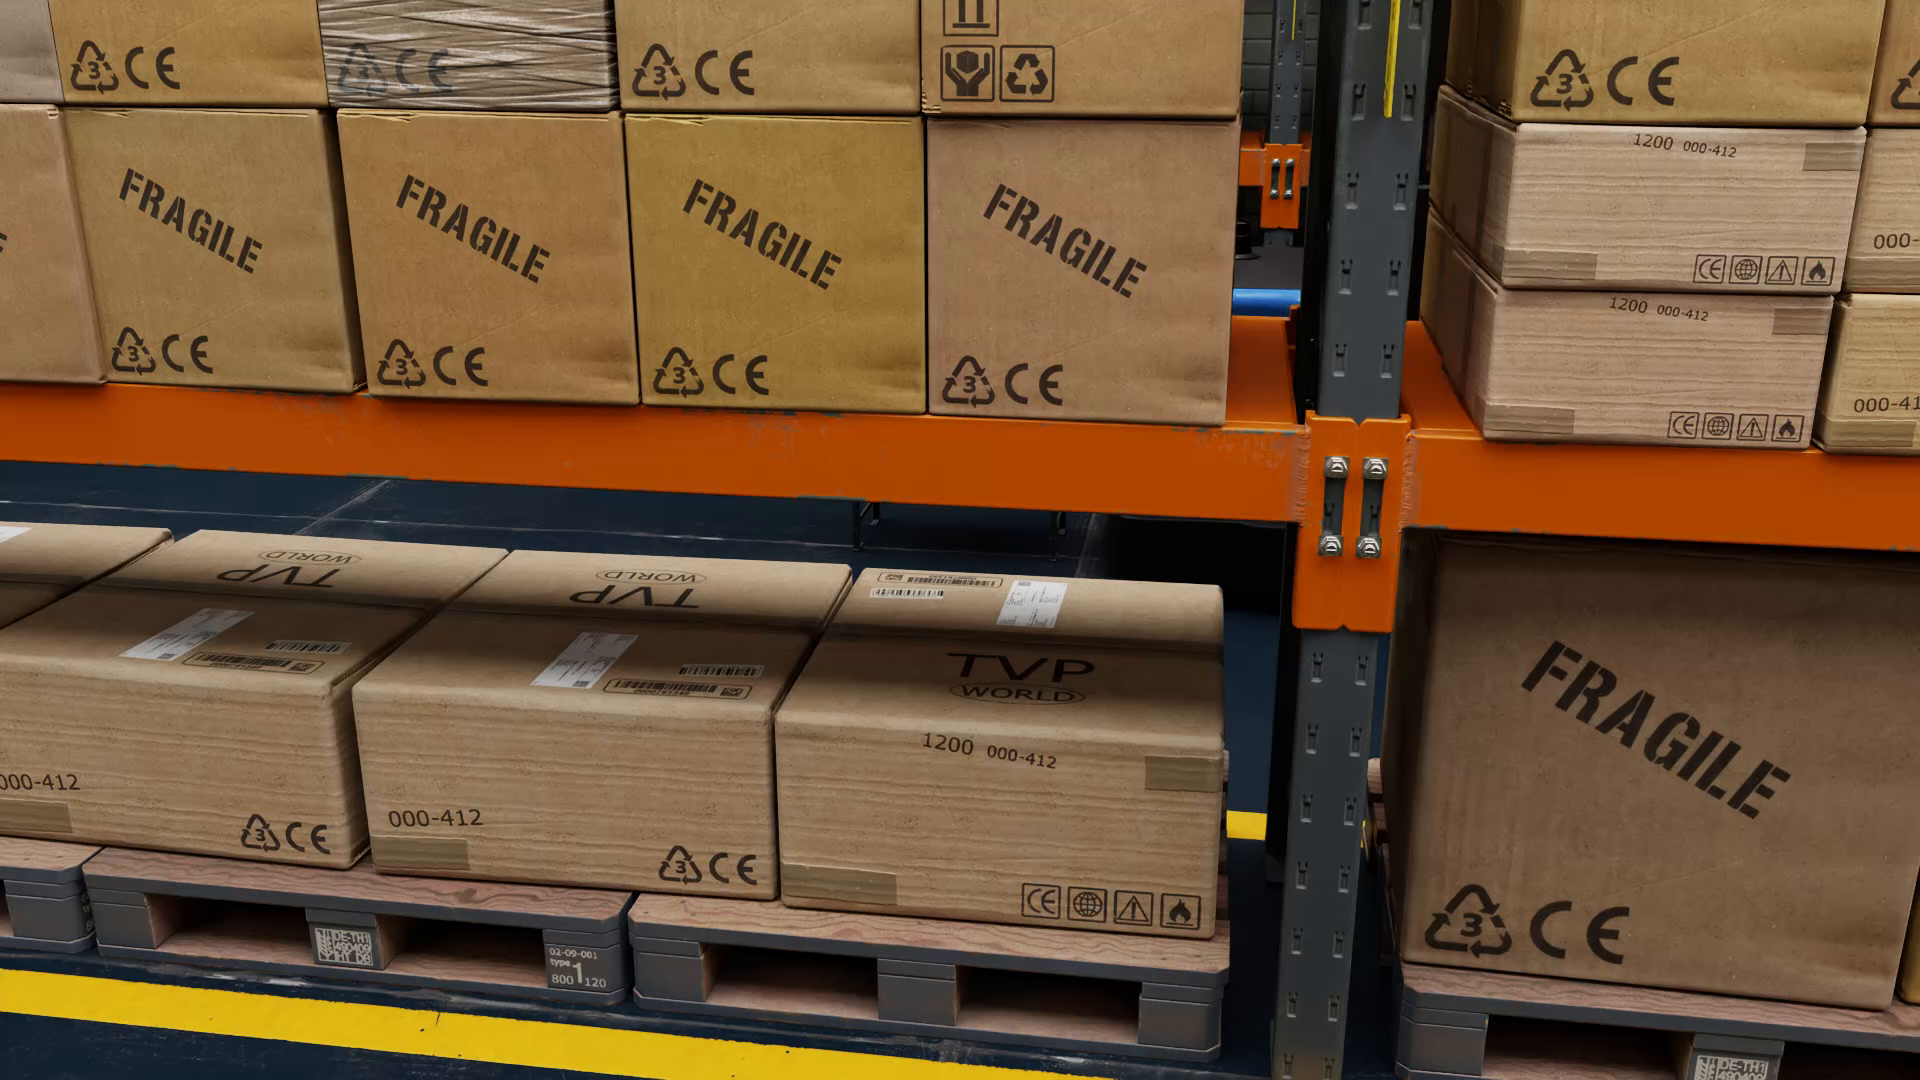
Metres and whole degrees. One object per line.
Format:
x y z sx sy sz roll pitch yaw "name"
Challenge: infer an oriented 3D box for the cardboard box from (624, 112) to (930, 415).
-0.275 -0.537 3.023 0.500 0.500 0.500 2 19 7 "cardboard box"

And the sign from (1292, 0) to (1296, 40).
1.438 -2.318 7.138 0.005 0.325 0.100 3 19 9 "sign"

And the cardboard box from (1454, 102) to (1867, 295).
1.122 -0.578 2.751 0.500 0.250 0.500 2 19 7 "cardboard box"

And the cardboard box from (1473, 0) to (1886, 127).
1.122 -0.932 2.627 0.500 0.500 0.500 3 19 9 "cardboard box"

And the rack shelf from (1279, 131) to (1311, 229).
3.491 -1.636 7.598 4.000 0.370 1.077 3 19 9 "rack shelf"

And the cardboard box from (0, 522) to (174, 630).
-2.549 0.294 4.073 0.875 0.438 0.875 2 19 7 "cardboard box"

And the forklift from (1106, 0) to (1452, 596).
2.057 -1.278 5.503 3.031 2.935 1.130 2 19 6 "forklift"

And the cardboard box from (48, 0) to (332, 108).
-1.275 -1.060 3.009 0.500 0.500 0.500 3 19 9 "cardboard box"

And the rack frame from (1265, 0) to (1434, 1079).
0.733 -0.522 3.137 0.127 3.000 1.000 3 19 9 "rack frame"

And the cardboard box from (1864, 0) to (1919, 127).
1.628 -0.915 2.576 0.500 0.500 0.500 3 19 8 "cardboard box"

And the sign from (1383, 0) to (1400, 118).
0.646 -0.796 2.467 0.005 0.325 0.100 3 19 9 "sign"

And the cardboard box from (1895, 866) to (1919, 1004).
2.251 0.335 3.260 0.875 0.875 0.875 3 19 10 "cardboard box"

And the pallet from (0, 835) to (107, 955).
-2.415 0.615 4.134 1.213 0.211 1.003 3 19 9 "pallet"

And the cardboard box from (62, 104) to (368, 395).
-1.288 -0.589 3.178 0.500 0.500 0.500 4 19 10 "cardboard box"

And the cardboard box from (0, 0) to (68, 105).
-1.767 -1.084 3.084 0.500 0.500 0.500 3 19 8 "cardboard box"

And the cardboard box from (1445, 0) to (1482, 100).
1.214 -1.100 3.130 0.500 0.500 0.500 4 19 10 "cardboard box"

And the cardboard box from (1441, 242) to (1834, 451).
1.125 -0.346 2.847 0.500 0.250 0.500 2 19 7 "cardboard box"

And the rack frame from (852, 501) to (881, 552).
-0.355 -0.729 6.119 0.023 1.500 0.400 3 19 9 "rack frame"

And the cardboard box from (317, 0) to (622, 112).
-0.781 -1.032 2.926 0.500 0.500 0.500 3 19 9 "cardboard box"

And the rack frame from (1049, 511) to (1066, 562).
0.368 -0.692 6.009 0.023 1.500 0.400 3 19 9 "rack frame"

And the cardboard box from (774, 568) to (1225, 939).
0.130 0.428 3.671 0.875 0.438 0.875 3 19 8 "cardboard box"

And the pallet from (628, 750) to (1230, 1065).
-0.006 0.737 3.767 1.213 0.211 1.003 3 19 9 "pallet"

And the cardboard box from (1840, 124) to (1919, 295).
1.642 -0.560 2.699 0.500 0.250 0.500 3 19 10 "cardboard box"

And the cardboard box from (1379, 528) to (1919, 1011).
1.358 0.292 3.389 0.875 0.875 0.875 4 19 10 "cardboard box"

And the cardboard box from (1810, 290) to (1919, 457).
1.636 -0.321 2.771 0.500 0.250 0.500 2 19 7 "cardboard box"

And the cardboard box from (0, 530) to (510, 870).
-1.644 0.338 3.943 0.875 0.438 0.875 3 19 10 "cardboard box"

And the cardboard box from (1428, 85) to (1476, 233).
1.207 -0.742 3.242 0.500 0.250 0.500 3 19 9 "cardboard box"

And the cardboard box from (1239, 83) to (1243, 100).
0.311 -0.675 3.436 0.500 0.500 0.500 4 19 10 "cardboard box"

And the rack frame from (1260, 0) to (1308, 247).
1.516 -2.077 7.785 0.127 3.000 1.000 3 19 9 "rack frame"

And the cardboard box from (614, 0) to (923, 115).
-0.277 -1.009 2.858 0.500 0.500 0.500 3 19 8 "cardboard box"

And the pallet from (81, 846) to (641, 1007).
-1.214 0.677 3.948 1.213 0.211 1.003 3 19 9 "pallet"

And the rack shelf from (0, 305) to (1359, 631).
-1.242 -0.282 3.552 4.000 0.370 1.077 3 19 9 "rack shelf"

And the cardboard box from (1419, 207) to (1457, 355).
1.216 -0.508 3.329 0.500 0.250 0.500 2 19 7 "cardboard box"

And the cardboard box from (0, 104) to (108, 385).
-1.785 -0.609 3.238 0.500 0.500 0.500 3 19 8 "cardboard box"

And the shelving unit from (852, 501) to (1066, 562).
0.007 -0.711 6.064 0.755 1.500 0.431 3 19 9 "shelving unit"

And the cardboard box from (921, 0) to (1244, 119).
0.223 -0.981 2.774 0.500 0.500 0.500 3 19 8 "cardboard box"

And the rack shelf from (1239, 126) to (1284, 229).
-0.458 -1.837 8.200 4.000 0.370 1.077 3 19 9 "rack shelf"

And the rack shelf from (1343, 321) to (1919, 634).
2.707 -0.080 2.950 4.000 0.370 1.077 3 19 9 "rack shelf"

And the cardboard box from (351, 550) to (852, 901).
-0.754 0.384 3.805 0.875 0.438 0.875 2 19 7 "cardboard box"

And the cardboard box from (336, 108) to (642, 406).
-0.773 -0.558 3.085 0.500 0.500 0.500 3 19 8 "cardboard box"

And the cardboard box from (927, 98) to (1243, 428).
0.234 -0.513 2.951 0.500 0.500 0.500 3 19 9 "cardboard box"

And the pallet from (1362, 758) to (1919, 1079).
1.506 0.815 3.534 1.213 0.211 1.003 3 19 9 "pallet"
